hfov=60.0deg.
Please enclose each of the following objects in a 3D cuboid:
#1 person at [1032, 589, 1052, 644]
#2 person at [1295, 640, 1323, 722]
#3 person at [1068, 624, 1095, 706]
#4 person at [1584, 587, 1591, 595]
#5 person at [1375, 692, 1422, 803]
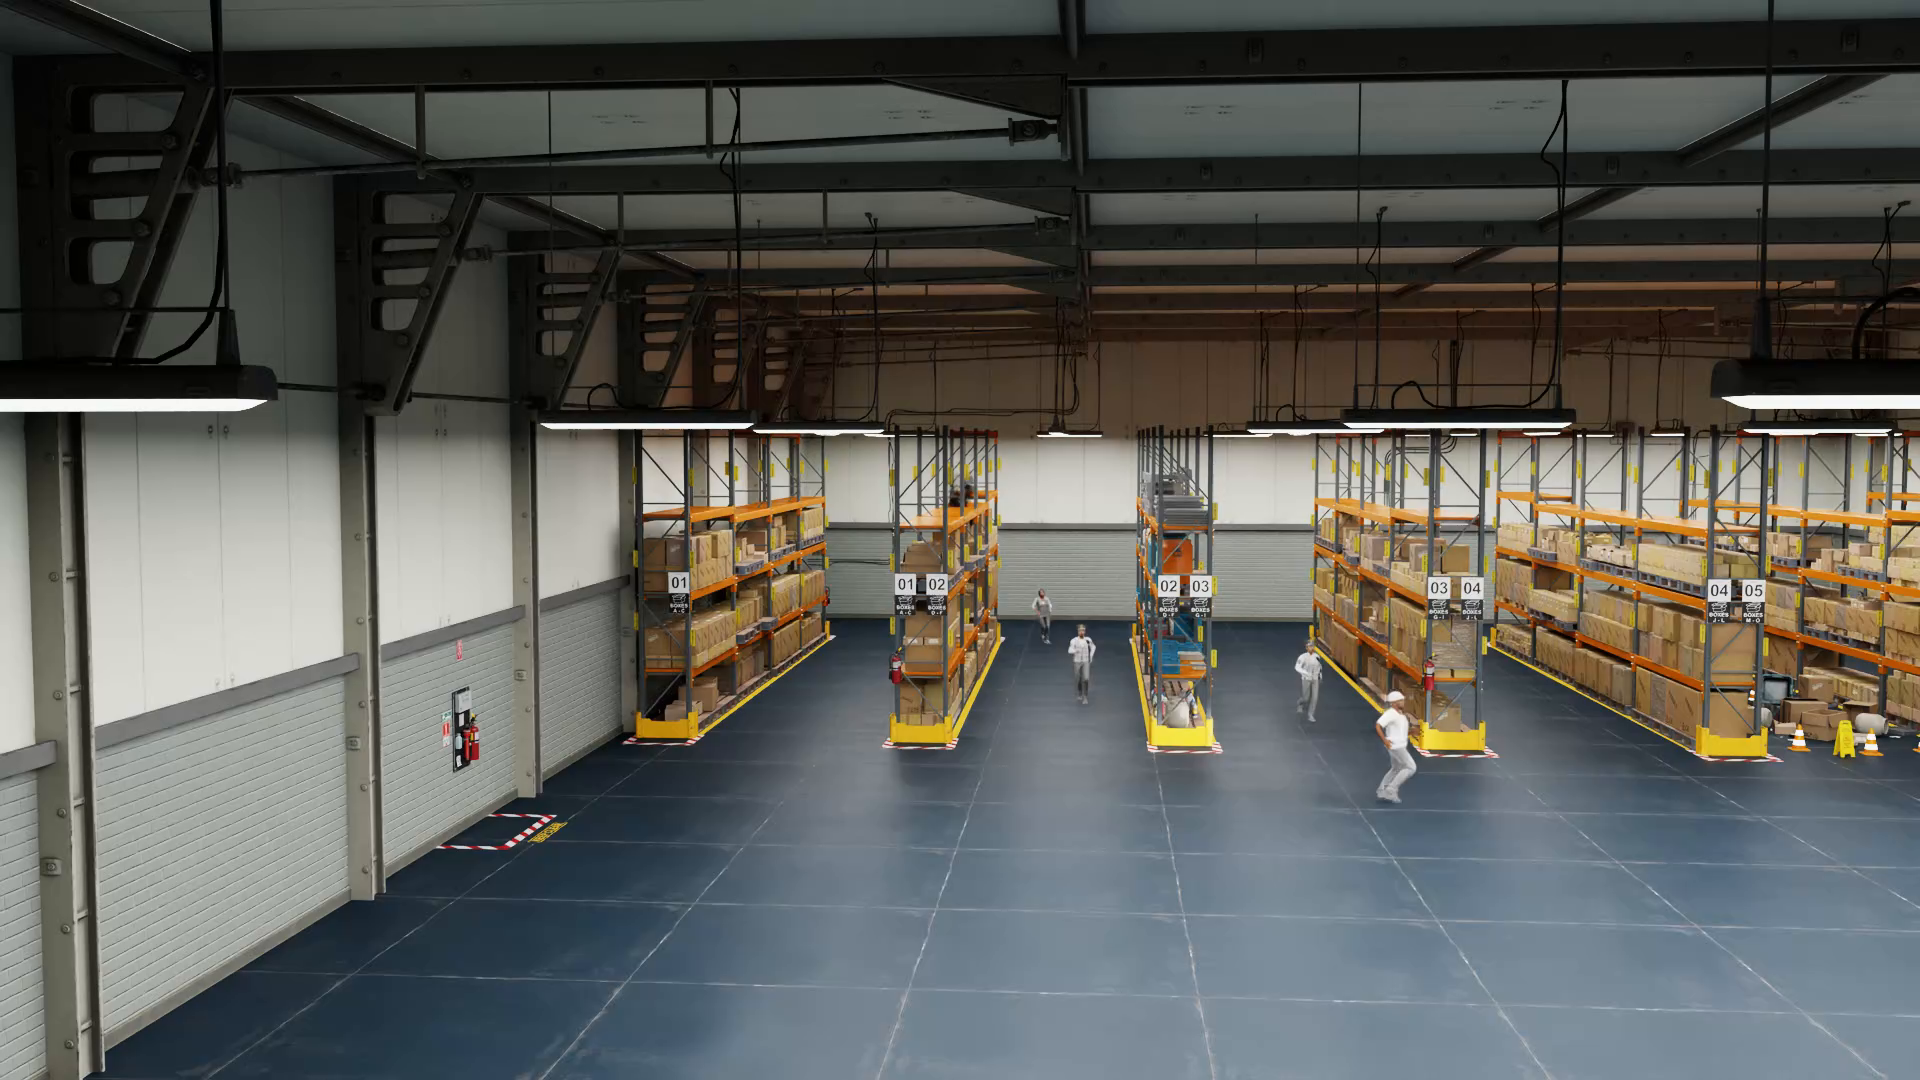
[{"bbox_3d":[2.331,2.148,46.681,0.550,1.545,0.559,-1,4,-14],"label":"person"},{"bbox_3d":[7.129,2.849,33.946,0.619,1.663,0.684,-1,4,-12],"label":"person"},{"bbox_3d":[2.650,2.697,36.136,0.594,1.745,0.710,0,3,3],"label":"person"},{"bbox_3d":[16.807,2.128,44.547,0.704,1.761,1.049,0,3,4],"label":"person"},{"bbox_3d":[6.914,3.265,26.204,0.683,1.754,0.676,2,4,24],"label":"person"}]
